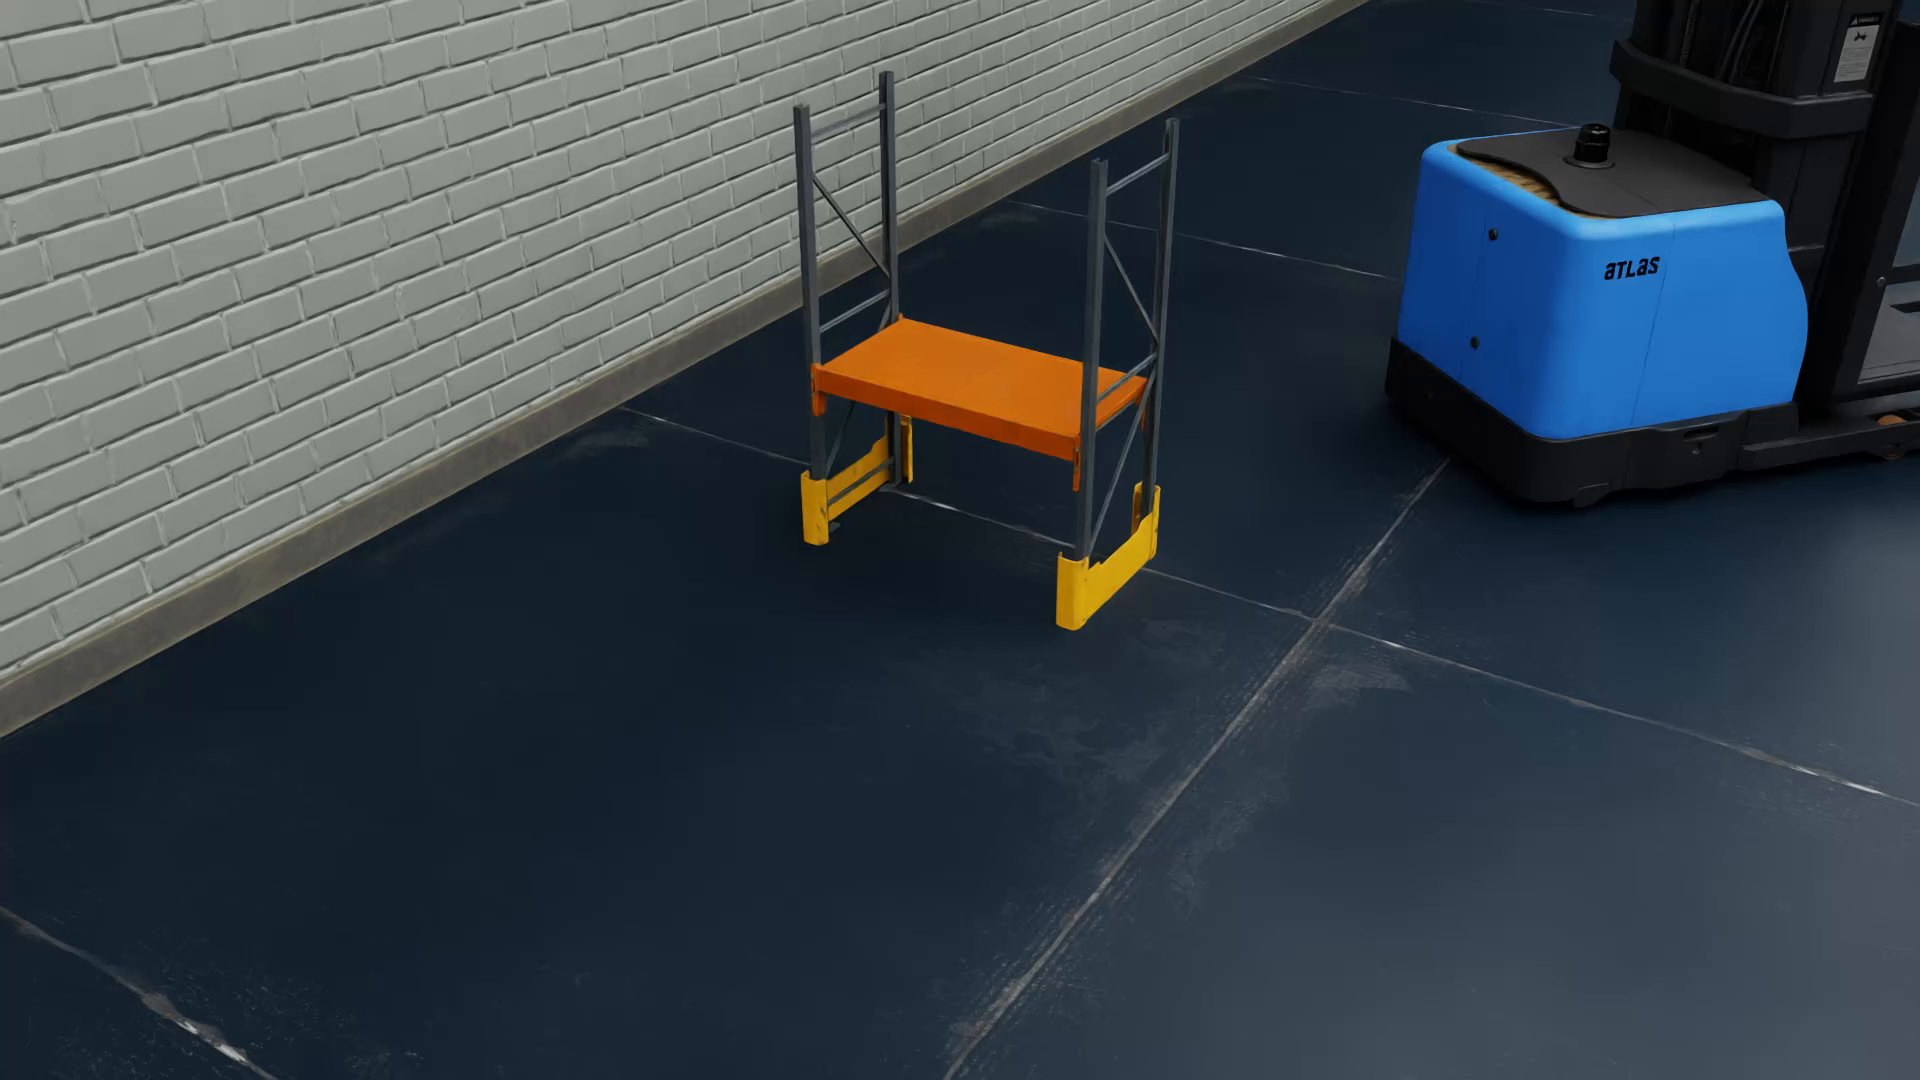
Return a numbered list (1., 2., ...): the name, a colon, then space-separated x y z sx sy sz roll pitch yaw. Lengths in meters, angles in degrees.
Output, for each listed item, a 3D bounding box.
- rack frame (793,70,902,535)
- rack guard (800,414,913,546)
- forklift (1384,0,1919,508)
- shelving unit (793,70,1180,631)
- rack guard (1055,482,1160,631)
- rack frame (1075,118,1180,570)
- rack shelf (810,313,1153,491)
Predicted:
1. rack frame: -0.358 -0.761 5.566 0.032 1.500 0.500 18 35 27
2. rack guard: -0.357 -0.221 5.881 0.087 0.250 0.587 18 35 27
3. forklift: 3.263 -1.811 5.946 3.031 2.935 1.130 -9 32 -16
4. shelving unit: 0.065 -0.627 5.337 1.083 1.500 0.587 18 35 27
5. rack guard: 0.486 0.046 5.423 0.087 0.250 0.587 18 35 27
6. rack frame: 0.503 -0.489 5.099 0.032 1.500 0.500 18 35 27
7. rack shelf: 0.072 -0.470 5.424 1.000 0.185 0.538 18 35 27
